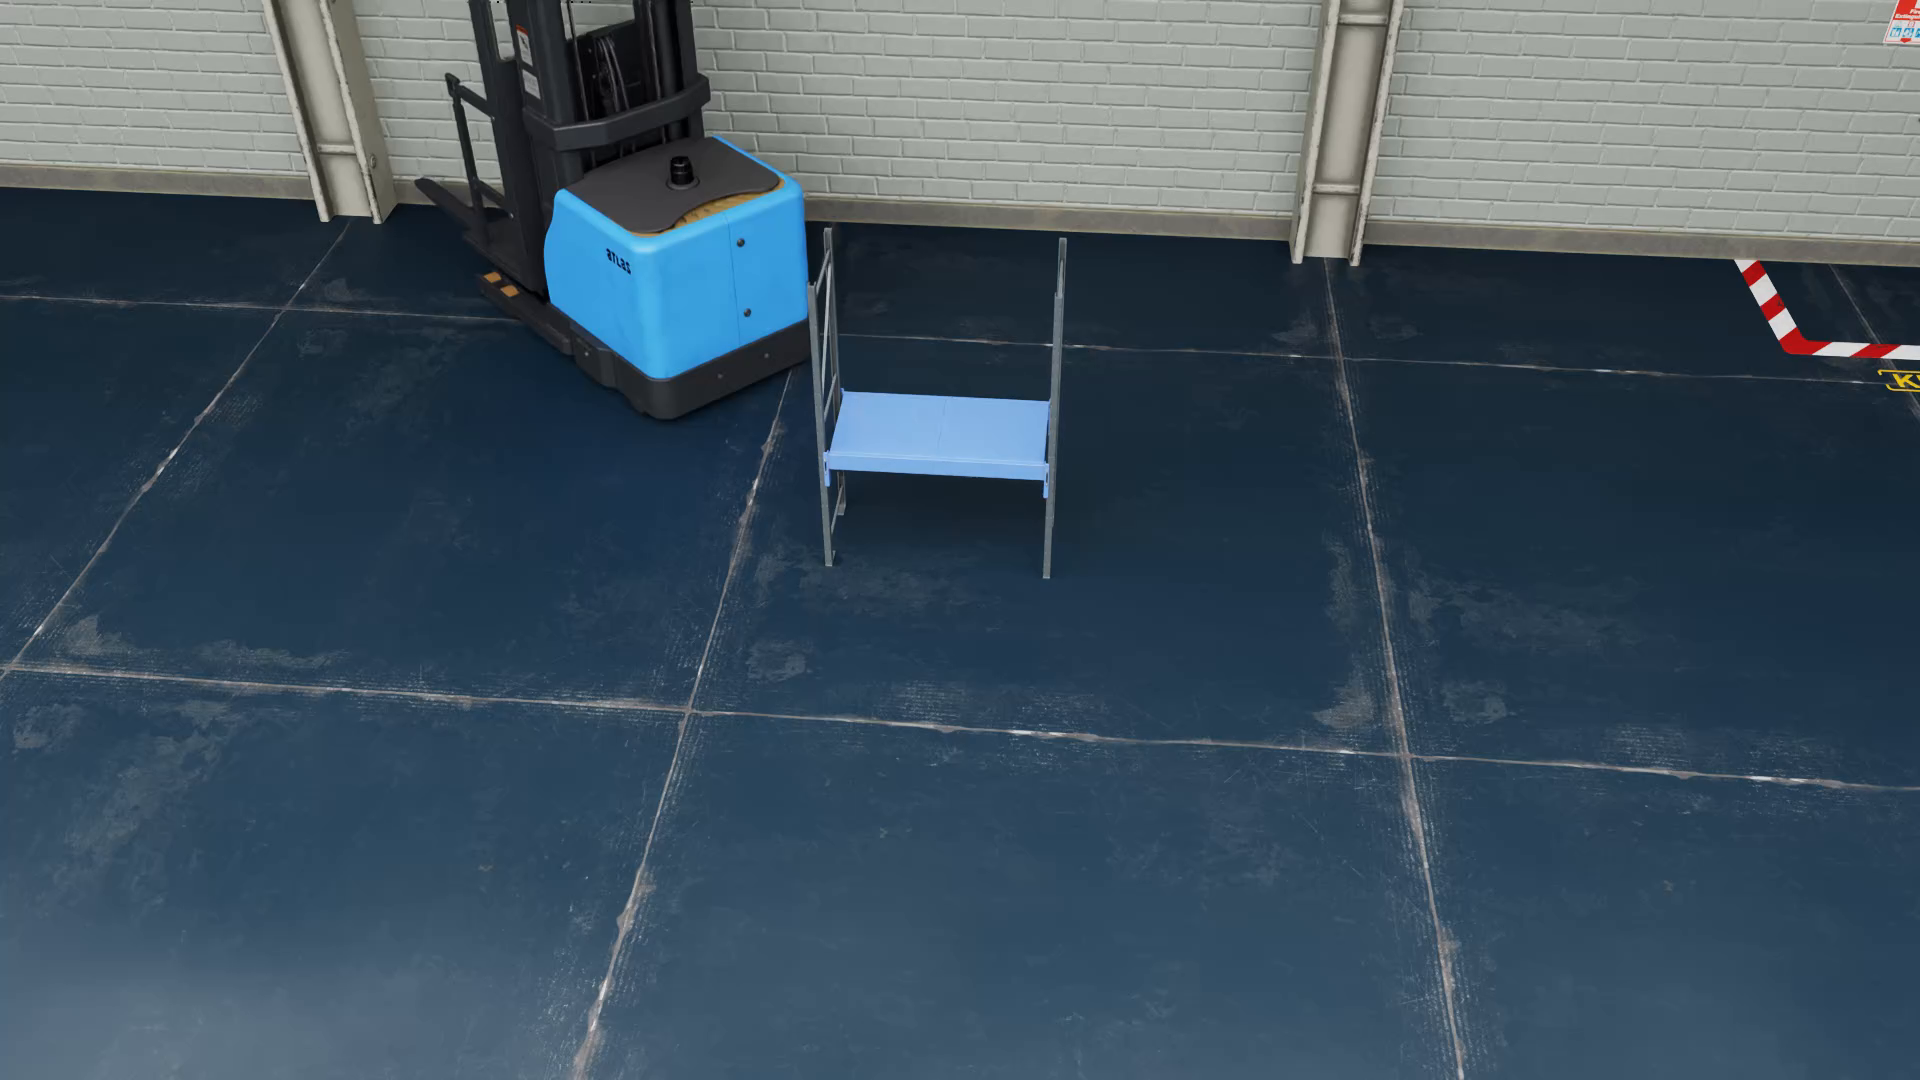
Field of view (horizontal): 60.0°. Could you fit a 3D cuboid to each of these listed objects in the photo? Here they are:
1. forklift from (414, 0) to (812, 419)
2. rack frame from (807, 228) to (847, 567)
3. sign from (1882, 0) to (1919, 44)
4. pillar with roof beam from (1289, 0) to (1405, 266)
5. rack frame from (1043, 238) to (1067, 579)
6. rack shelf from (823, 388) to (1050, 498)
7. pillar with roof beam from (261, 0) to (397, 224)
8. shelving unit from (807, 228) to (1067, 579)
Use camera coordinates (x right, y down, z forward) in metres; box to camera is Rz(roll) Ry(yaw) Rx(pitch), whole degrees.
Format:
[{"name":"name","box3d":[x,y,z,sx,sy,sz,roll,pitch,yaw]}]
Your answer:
[{"name":"forklift","box3d":[-2.134,-2.611,8.807,1.130,2.935,3.031,-29,47,-31]},{"name":"rack frame","box3d":[-0.591,-0.614,7.487,0.032,1.500,0.500,3,39,4]},{"name":"sign","box3d":[5.178,-2.849,9.016,0.234,0.329,0.001,3,39,4]},{"name":"pillar with roof beam","box3d":[1.830,-2.528,3.897,0.400,9.000,9.100,3,39,4]},{"name":"rack frame","box3d":[0.421,-0.559,7.419,0.032,1.500,0.500,3,39,4]},{"name":"rack shelf","box3d":[-0.085,-0.447,7.566,1.000,0.185,0.538,3,39,4]},{"name":"pillar with roof beam","box3d":[-4.148,-2.854,4.299,0.400,9.000,9.100,3,39,4]},{"name":"shelving unit","box3d":[-0.085,-0.586,7.453,1.048,1.500,0.538,3,39,4]}]
